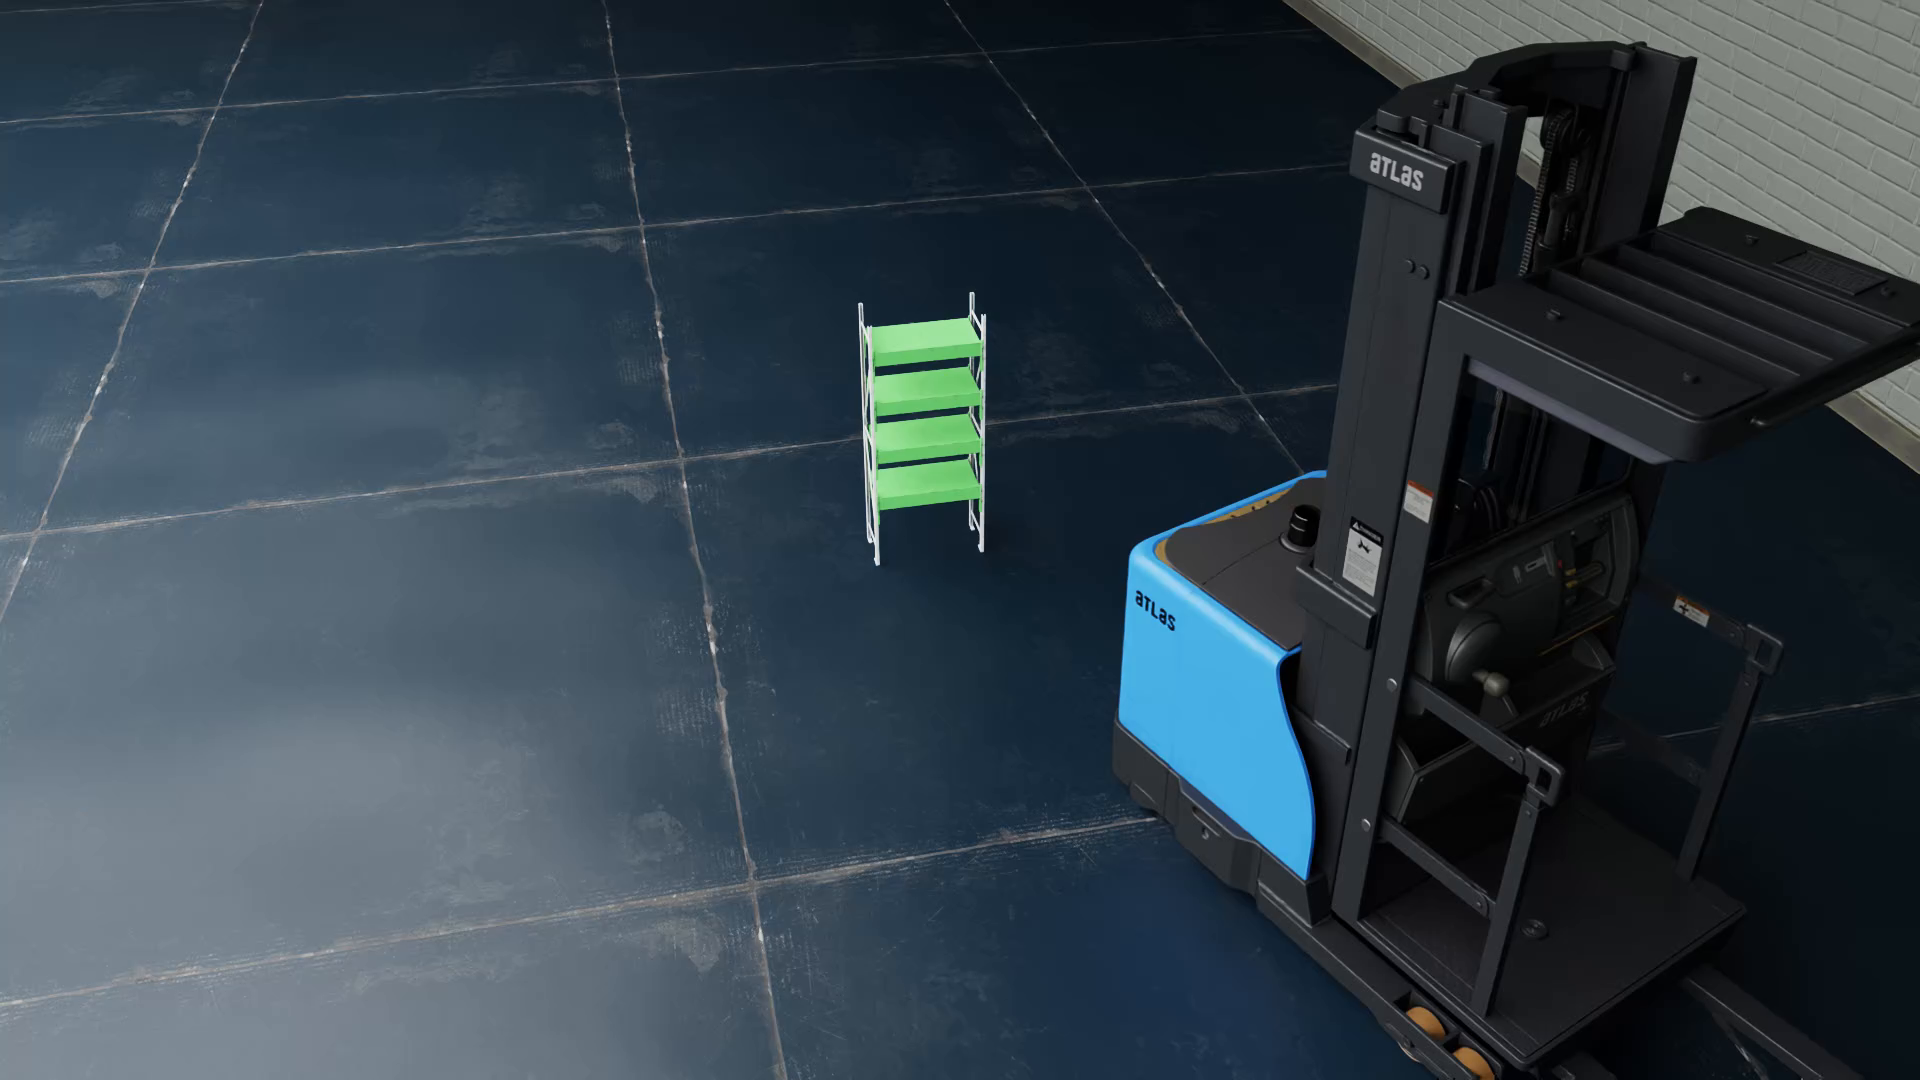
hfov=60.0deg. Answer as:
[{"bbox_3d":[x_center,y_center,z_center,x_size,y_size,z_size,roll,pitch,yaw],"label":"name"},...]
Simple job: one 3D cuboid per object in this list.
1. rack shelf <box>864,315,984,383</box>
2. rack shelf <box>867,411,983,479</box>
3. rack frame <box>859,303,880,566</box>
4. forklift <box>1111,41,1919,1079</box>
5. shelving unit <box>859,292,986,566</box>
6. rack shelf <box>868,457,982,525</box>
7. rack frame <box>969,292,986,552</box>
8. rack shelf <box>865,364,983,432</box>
[{"bbox_3d":[-0.161,-0.823,7.154,0.480,0.148,0.258,-7,35,-11],"label":"rack shelf"},{"bbox_3d":[-0.161,-0.425,7.421,0.480,0.148,0.258,-7,35,-11],"label":"rack shelf"},{"bbox_3d":[-0.399,-0.448,7.341,0.015,1.200,0.240,-7,35,-11],"label":"rack frame"},{"bbox_3d":[1.822,0.219,4.794,1.130,2.935,3.031,-21,39,-28],"label":"forklift"},{"bbox_3d":[-0.161,-0.478,7.385,0.503,1.200,0.258,-7,35,-11],"label":"shelving unit"},{"bbox_3d":[-0.161,-0.226,7.555,0.480,0.148,0.258,-7,35,-11],"label":"rack shelf"},{"bbox_3d":[0.077,-0.508,7.430,0.015,1.200,0.240,-7,35,-11],"label":"rack frame"},{"bbox_3d":[-0.161,-0.624,7.287,0.480,0.148,0.258,-7,35,-11],"label":"rack shelf"}]
